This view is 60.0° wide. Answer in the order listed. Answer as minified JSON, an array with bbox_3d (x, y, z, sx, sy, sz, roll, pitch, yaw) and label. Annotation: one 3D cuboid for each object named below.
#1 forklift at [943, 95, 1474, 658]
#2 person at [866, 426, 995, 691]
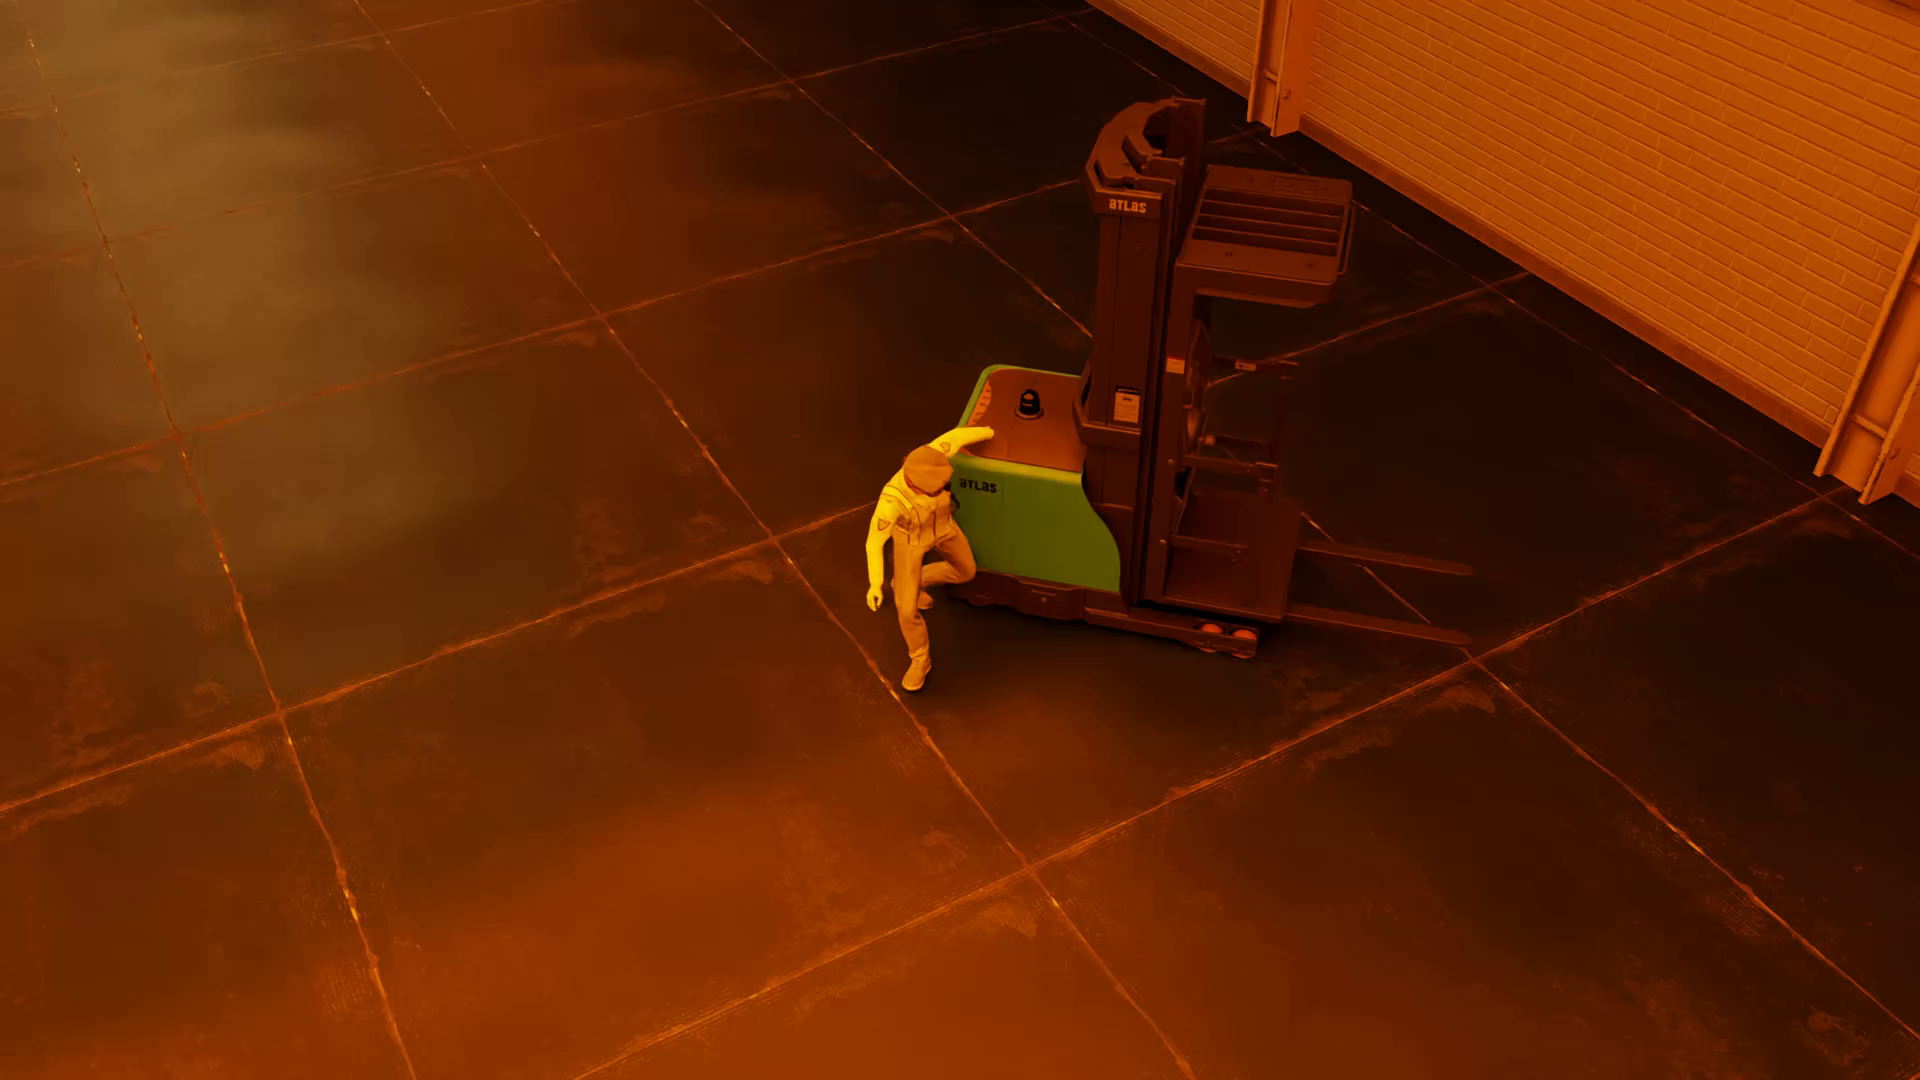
[{"bbox_3d":[1.474,-0.829,9.035,3.031,2.935,1.130,10,41,11],"label":"forklift"},{"bbox_3d":[-0.124,-0.031,9.216,1.092,1.466,0.700,-26,46,-27],"label":"person"}]
